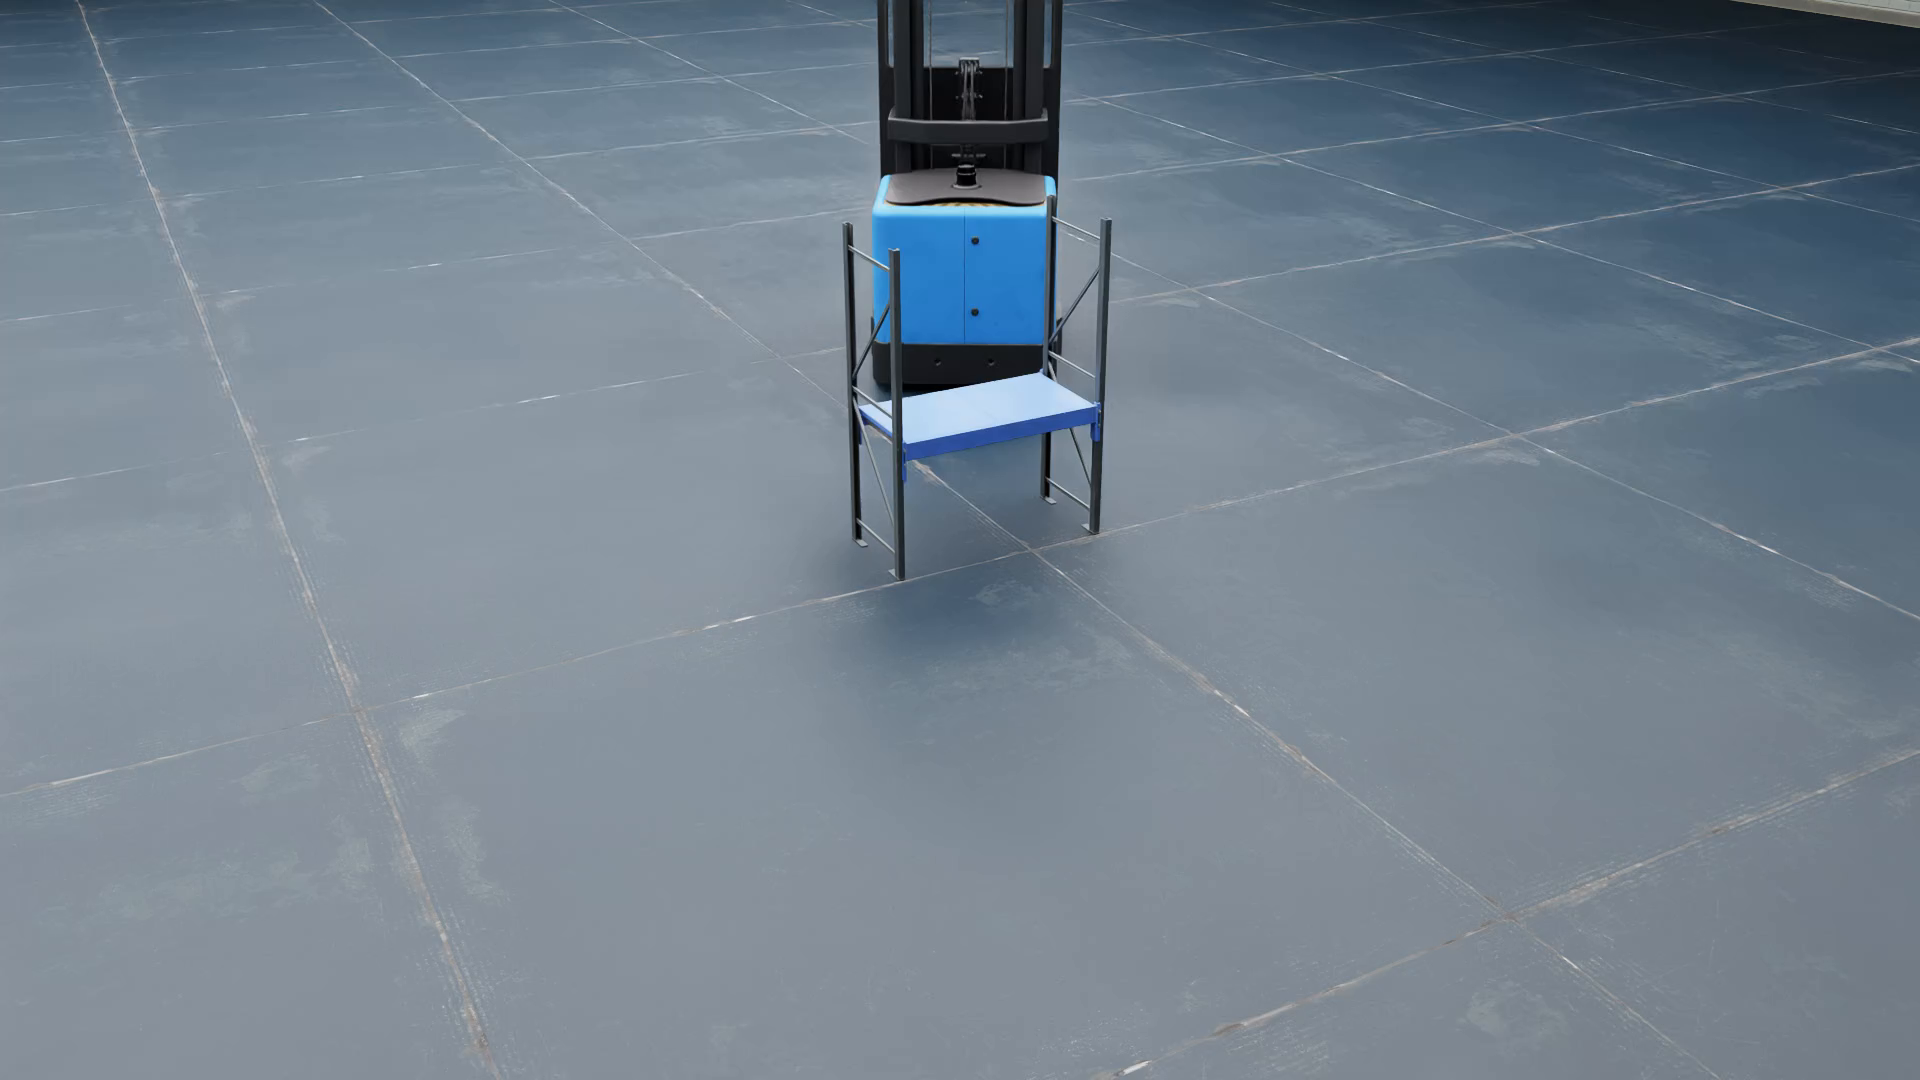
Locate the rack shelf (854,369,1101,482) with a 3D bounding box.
[{"bbox_3d":[0.075,-0.531,7.539,1.000,0.185,0.538,-13,29,-25],"label":"rack shelf"}]

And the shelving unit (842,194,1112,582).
[{"bbox_3d":[0.075,-0.693,7.462,1.048,1.500,0.538,-13,29,-25],"label":"shelving unit"}]

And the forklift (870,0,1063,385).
[{"bbox_3d":[0.064,-2.791,10.178,1.130,2.935,3.031,1,26,1],"label":"forklift"}]

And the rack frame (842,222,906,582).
[{"bbox_3d":[-0.373,-0.590,7.246,0.032,1.500,0.500,-13,29,-25],"label":"rack frame"}]

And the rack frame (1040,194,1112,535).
[{"bbox_3d":[0.524,-0.797,7.677,0.032,1.500,0.500,-13,29,-25],"label":"rack frame"}]
